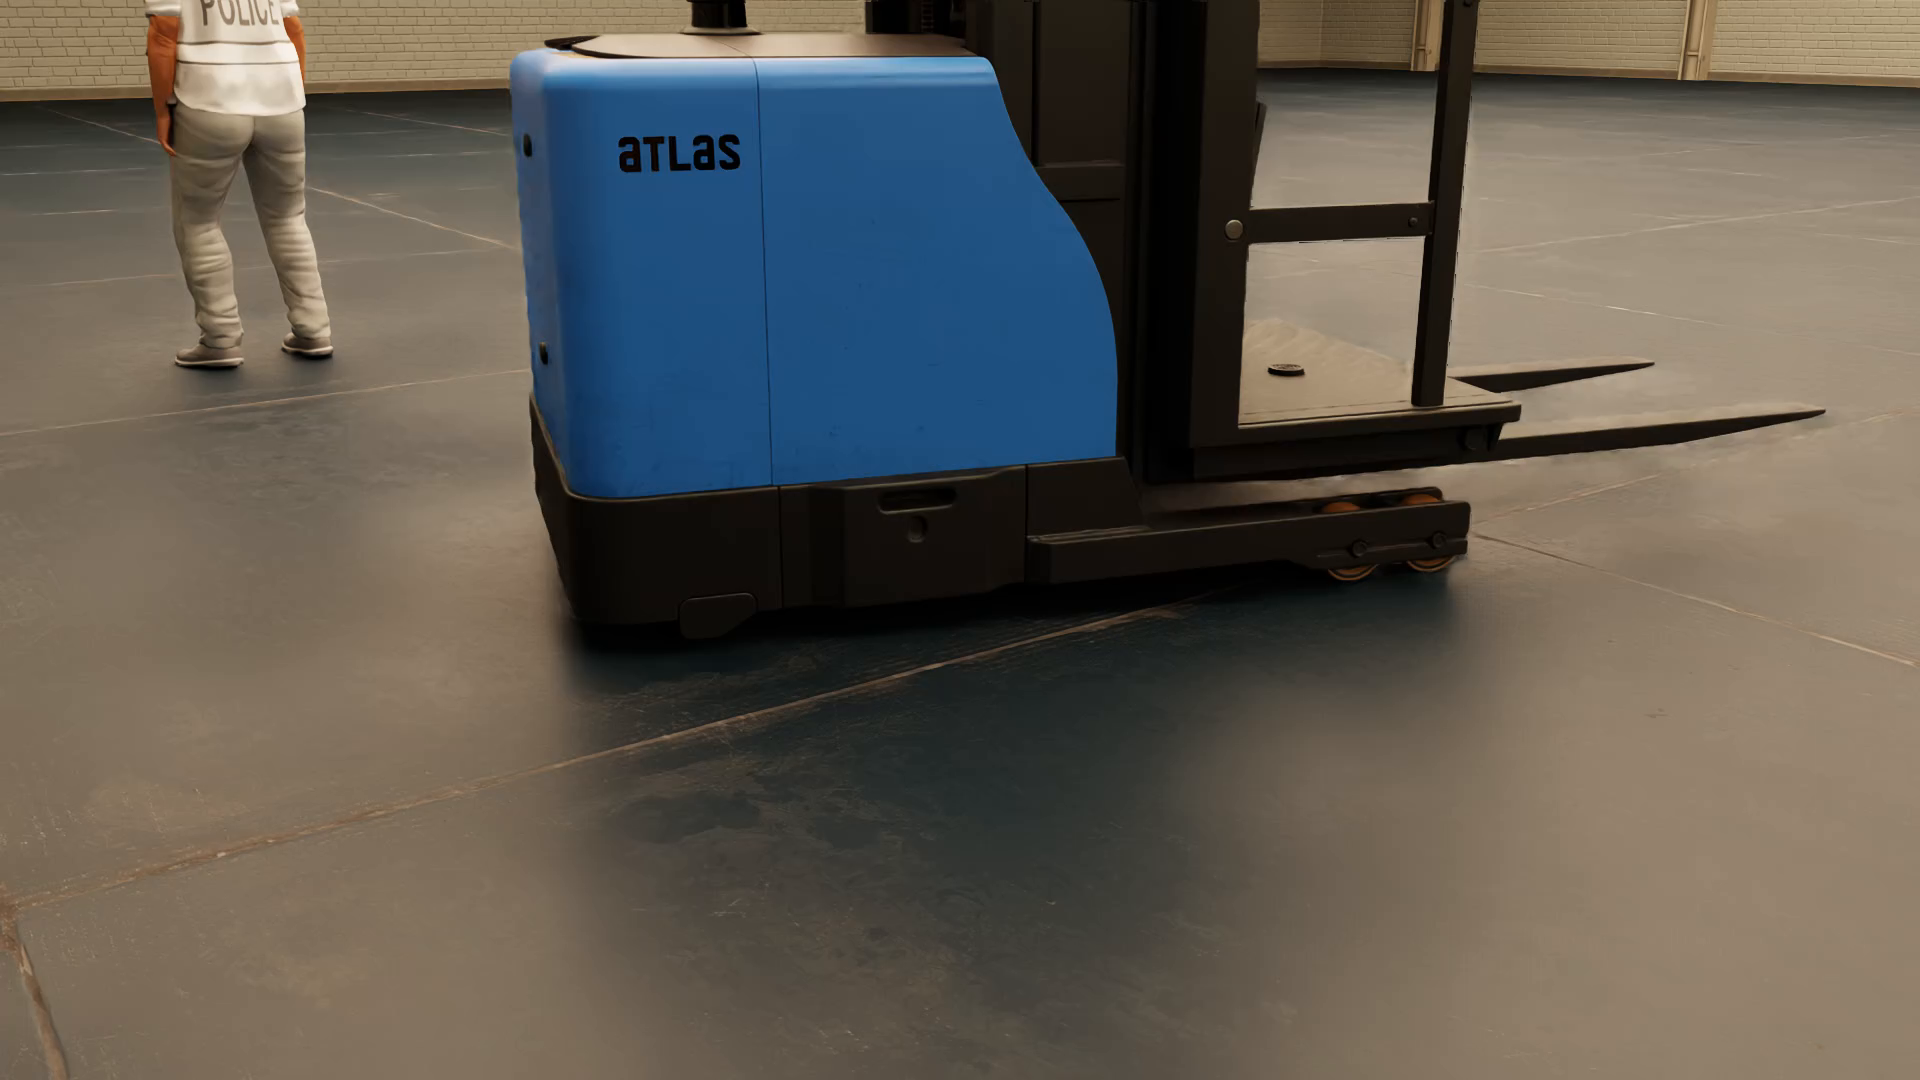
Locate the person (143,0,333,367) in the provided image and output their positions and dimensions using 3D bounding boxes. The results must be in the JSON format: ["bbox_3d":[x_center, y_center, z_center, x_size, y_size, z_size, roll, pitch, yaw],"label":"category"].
[{"bbox_3d":[-2.427,-1.414,5.525,0.458,1.671,0.532,15,23,39],"label":"person"}]

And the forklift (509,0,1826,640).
[{"bbox_3d":[0.579,-1.455,3.543,3.031,2.935,1.130,-6,18,-17],"label":"forklift"}]
